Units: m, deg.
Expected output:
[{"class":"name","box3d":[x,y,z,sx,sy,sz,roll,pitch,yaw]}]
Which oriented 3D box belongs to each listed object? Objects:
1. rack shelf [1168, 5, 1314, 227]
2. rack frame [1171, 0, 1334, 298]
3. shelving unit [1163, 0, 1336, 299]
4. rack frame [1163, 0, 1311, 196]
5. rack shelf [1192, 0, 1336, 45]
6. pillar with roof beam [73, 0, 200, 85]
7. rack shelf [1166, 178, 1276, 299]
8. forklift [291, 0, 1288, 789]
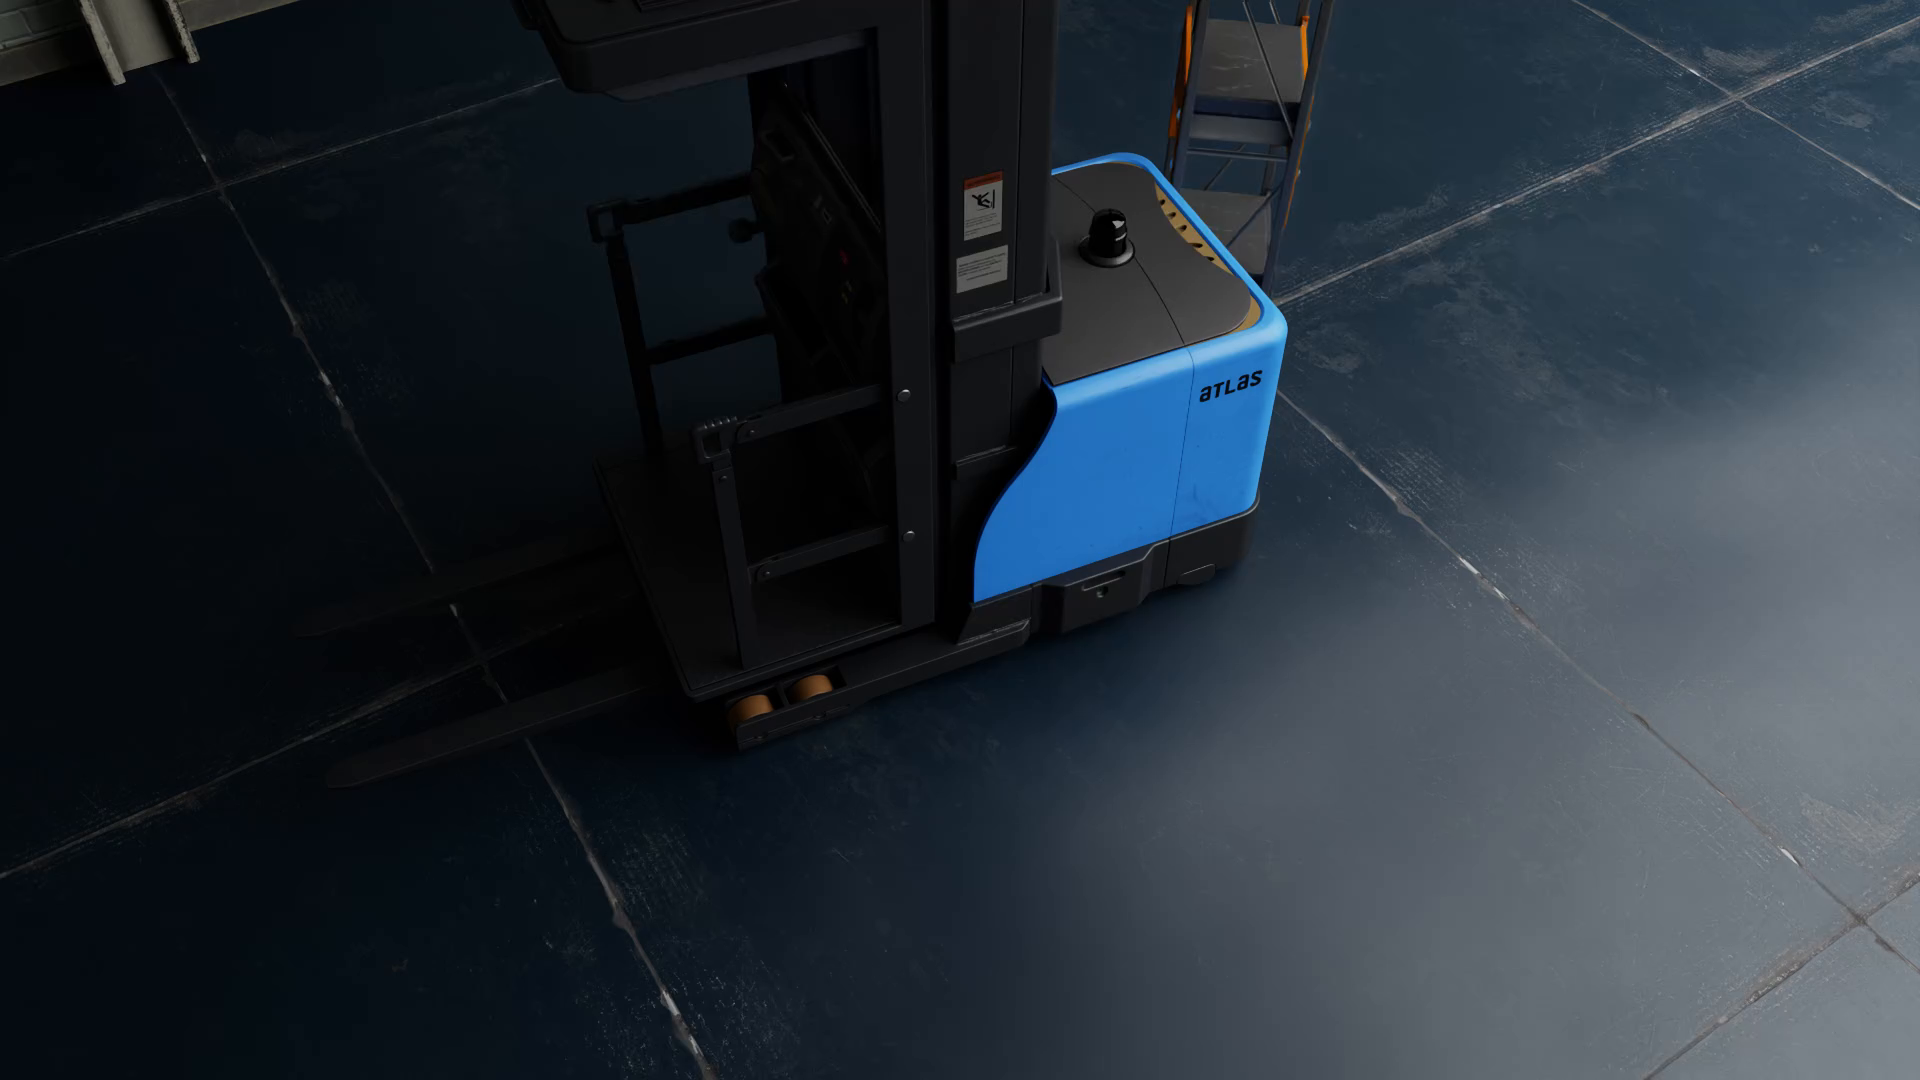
[{"class":"rack shelf","box3d":[0.935,-1.432,5.628,0.431,0.518,0.480,6,49,3]},{"class":"rack frame","box3d":[0.910,-1.260,5.457,0.400,2.100,0.015,6,49,3]},{"class":"shelving unit","box3d":[0.935,-1.441,5.618,0.431,2.100,0.503,6,49,3]},{"class":"rack frame","box3d":[0.961,-1.622,5.779,0.400,2.100,0.015,6,49,3]},{"class":"rack shelf","box3d":[0.957,-1.895,5.104,0.431,0.518,0.480,6,49,3]},{"class":"pillar with roof beam","box3d":[-1.487,-2.525,1.973,0.400,9.000,9.100,-25,53,-21]},{"class":"rack shelf","box3d":[0.913,-0.968,6.152,0.431,0.518,0.480,6,49,3]},{"class":"forklift","box3d":[-0.578,-0.787,4.488,3.031,2.935,1.130,-18,51,-15]}]
